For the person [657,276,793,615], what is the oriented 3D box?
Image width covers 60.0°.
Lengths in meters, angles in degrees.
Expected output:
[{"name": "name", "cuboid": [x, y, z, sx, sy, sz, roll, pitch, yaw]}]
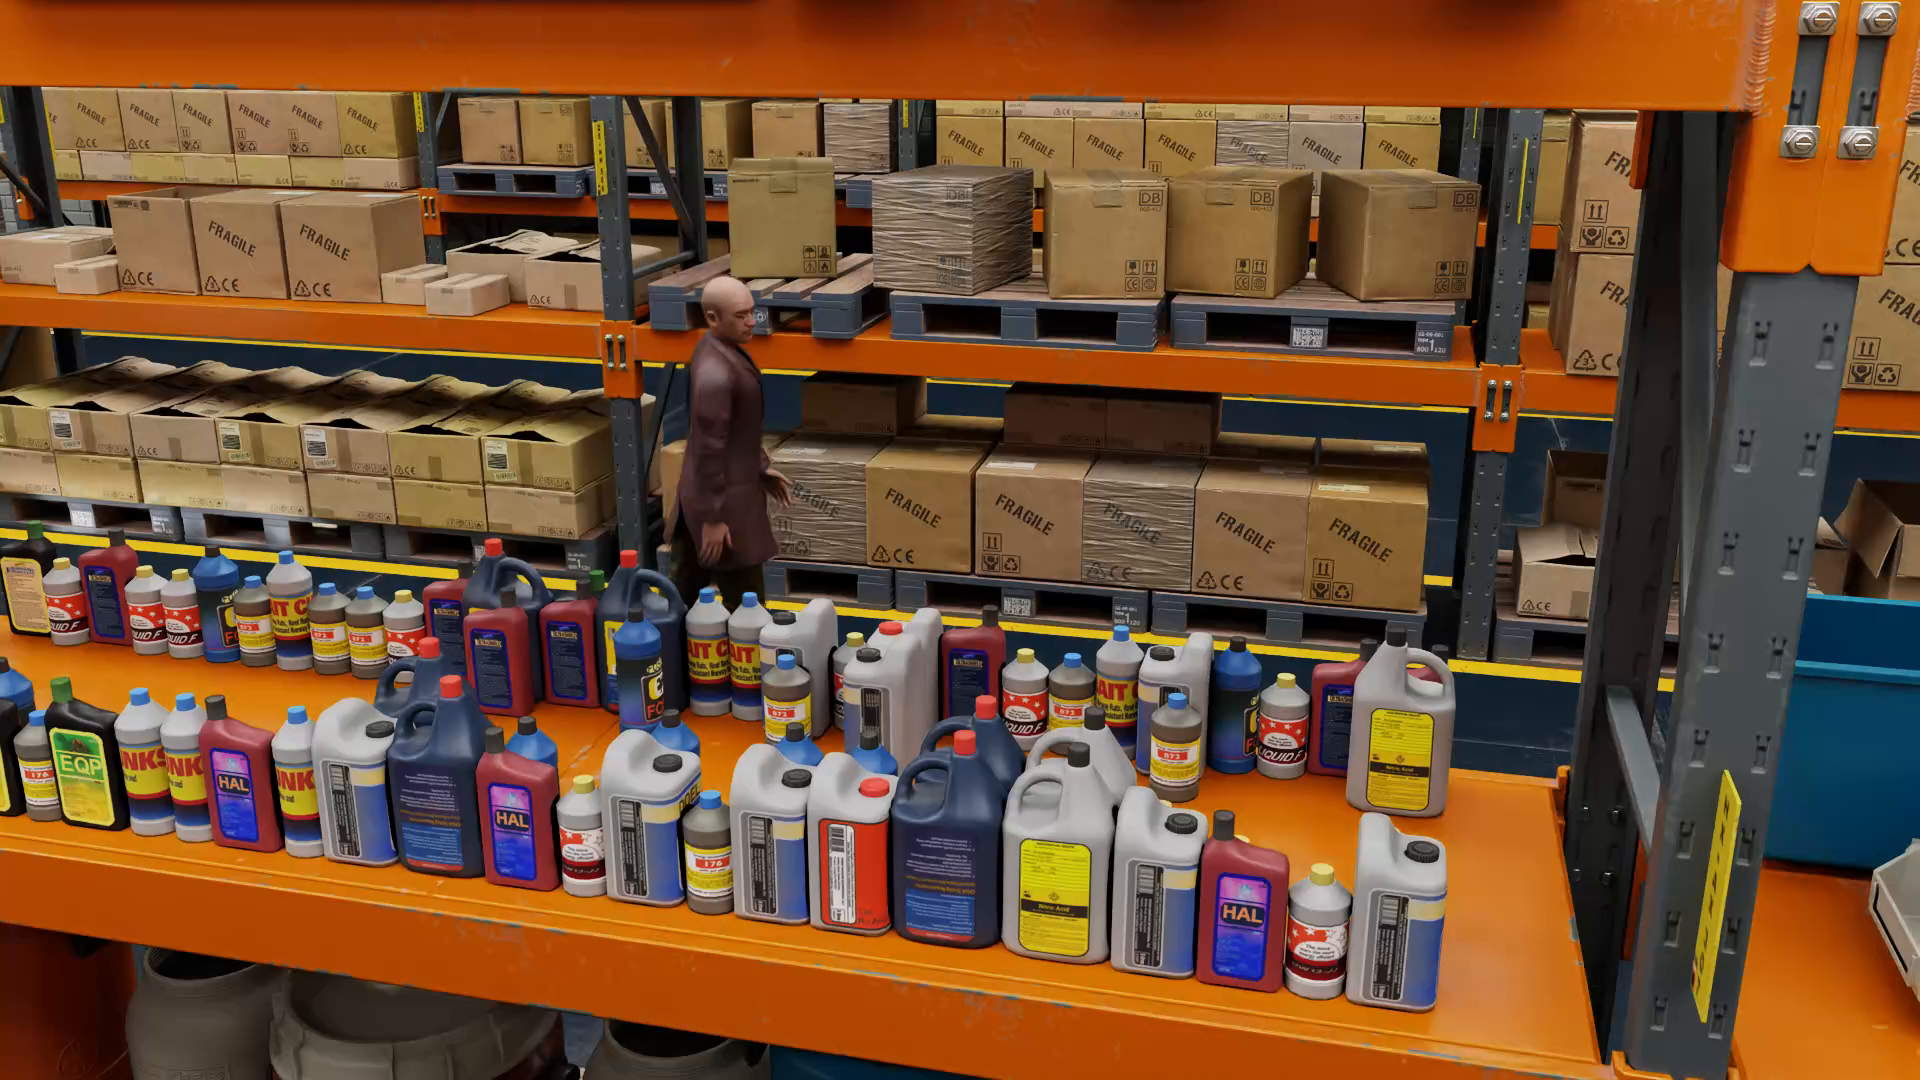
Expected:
[{"name": "person", "cuboid": [-0.946, -0.151, 6.527, 0.777, 1.770, 0.599, -5, 19, -14]}]
